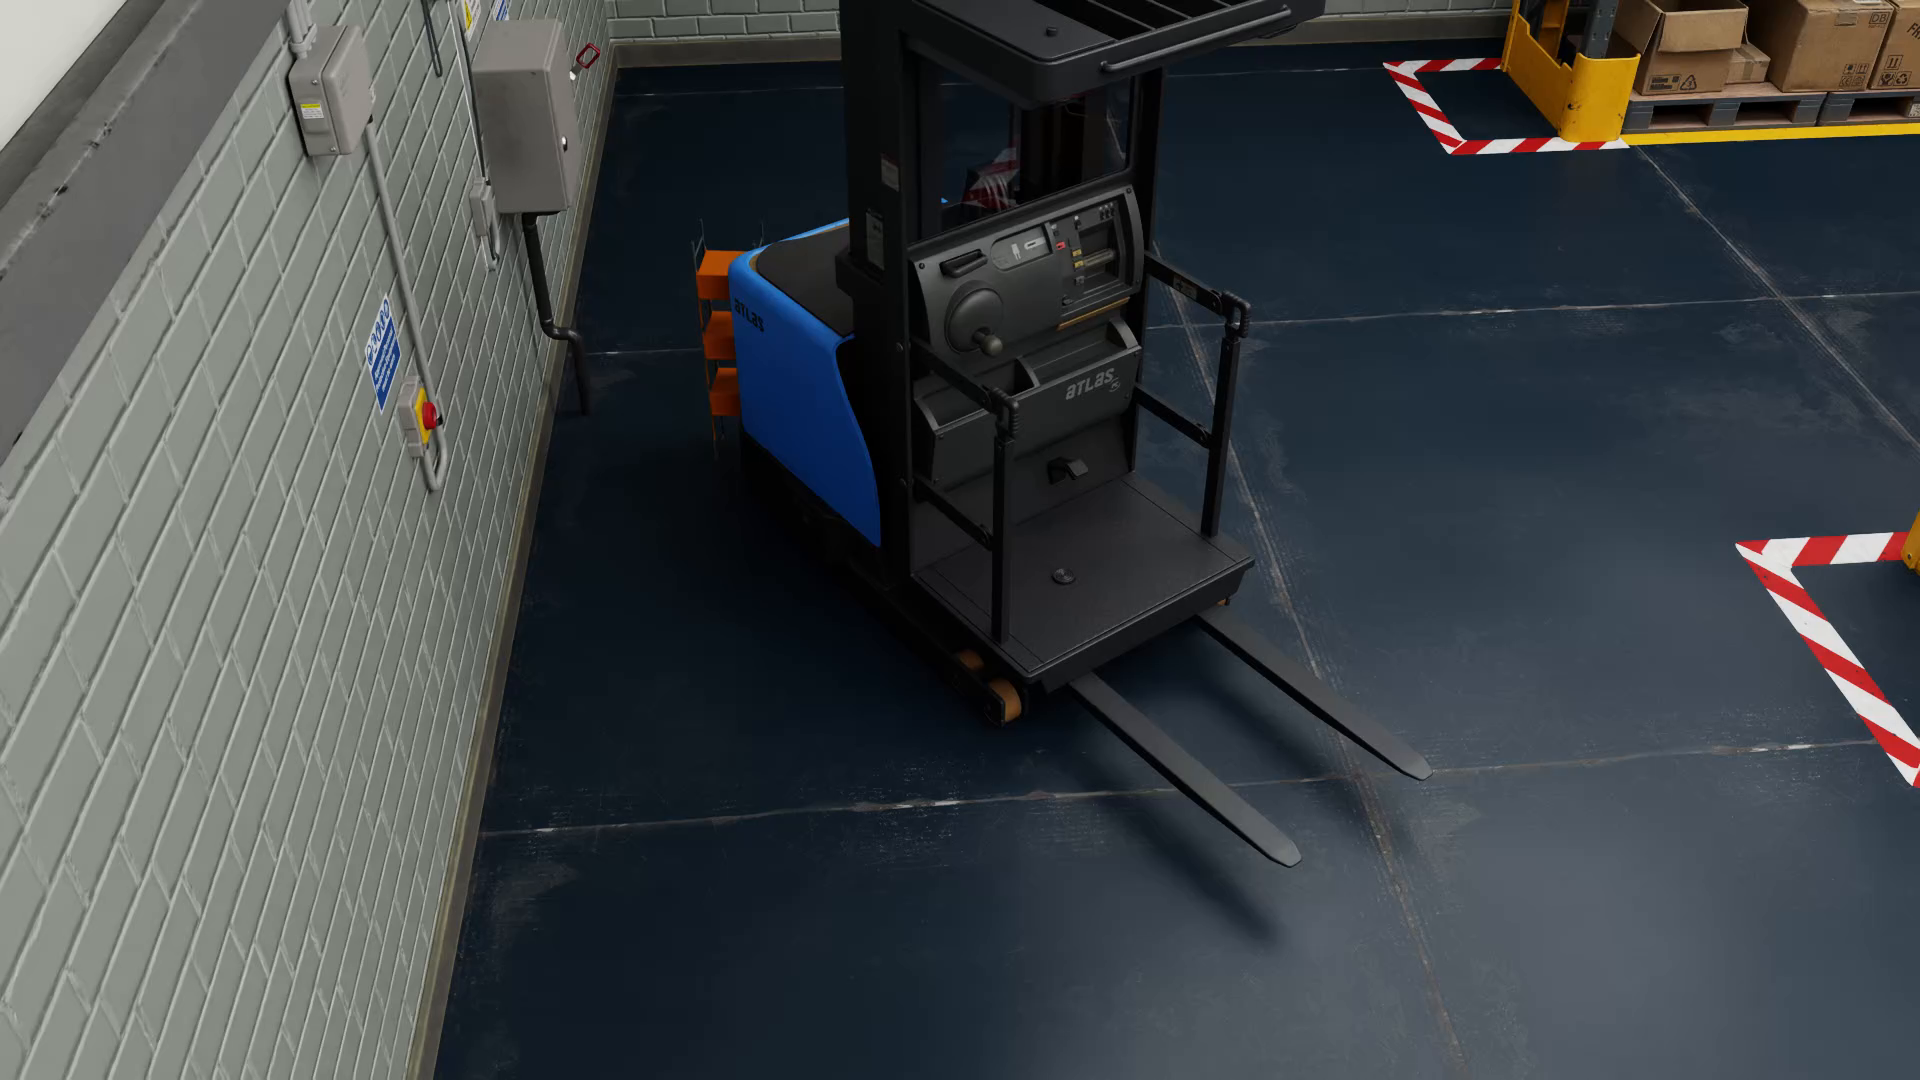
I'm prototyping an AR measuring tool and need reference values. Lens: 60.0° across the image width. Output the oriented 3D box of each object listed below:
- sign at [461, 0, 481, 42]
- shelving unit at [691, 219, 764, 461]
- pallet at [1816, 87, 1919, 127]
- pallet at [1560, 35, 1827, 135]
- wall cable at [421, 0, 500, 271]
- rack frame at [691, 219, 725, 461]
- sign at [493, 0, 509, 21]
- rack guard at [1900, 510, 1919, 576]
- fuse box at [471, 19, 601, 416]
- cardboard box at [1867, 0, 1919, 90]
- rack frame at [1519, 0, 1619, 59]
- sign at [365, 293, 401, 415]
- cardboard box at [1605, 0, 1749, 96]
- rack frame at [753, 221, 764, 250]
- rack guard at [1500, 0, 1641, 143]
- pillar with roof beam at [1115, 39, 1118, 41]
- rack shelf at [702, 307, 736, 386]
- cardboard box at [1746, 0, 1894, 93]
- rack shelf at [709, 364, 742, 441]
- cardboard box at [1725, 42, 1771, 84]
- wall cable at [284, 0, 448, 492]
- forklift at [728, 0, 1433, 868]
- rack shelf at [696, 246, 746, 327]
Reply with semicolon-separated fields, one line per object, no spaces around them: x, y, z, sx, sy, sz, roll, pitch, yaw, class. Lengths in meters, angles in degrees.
-1.847;-2.049;6.259;0.001;0.242;0.339;-3;38;-4;sign
-0.926;-0.812;6.932;0.252;1.050;0.215;2;38;3;shelving unit
5.649;-2.871;10.218;1.213;0.211;1.003;-3;38;-4;pallet
4.436;-2.806;10.136;1.213;0.211;1.003;-3;38;-4;pallet
-1.742;-1.739;5.713;0.122;1.984;0.588;-3;38;-4;wall cable
-1.048;-0.817;6.937;0.008;1.050;0.200;2;38;3;rack frame
-1.895;-2.026;6.973;0.001;0.494;0.329;-3;38;-4;sign
3.986;0.193;6.102;0.348;0.500;1.175;-3;38;-4;rack guard
-1.645;-1.264;6.971;0.414;1.711;0.539;-3;38;-4;fuse box
5.575;-3.001;9.811;0.500;0.500;0.500;-2;38;-3;cardboard box
3.567;-3.852;9.211;0.127;3.000;1.000;-3;38;-4;rack frame
-1.661;-0.539;4.793;0.001;0.218;0.327;-3;38;-4;sign
4.184;-3.012;9.822;0.637;0.503;0.797;-5;39;-6;cardboard box
-0.804;-0.808;6.926;0.008;1.050;0.200;2;38;3;rack frame
3.642;-2.875;9.990;0.348;0.500;1.175;-3;38;-4;rack guard
1.182;-3.959;4.503;0.400;9.000;9.100;-3;38;-4;pillar with roof beam
-0.926;-0.804;6.938;0.240;0.259;0.215;2;38;3;rack shelf
5.039;-3.034;9.852;0.500;0.500;0.700;-2;38;-2;cardboard box
-0.926;-0.586;7.110;0.240;0.259;0.215;2;38;3;rack shelf
4.611;-2.872;9.931;0.250;0.149;0.380;-5;39;-6;cardboard box
-1.604;-0.877;4.595;0.123;1.953;0.585;-3;38;-4;wall cable
0.373;-0.842;5.451;1.130;2.935;3.031;-25;45;-28;forklift
-0.926;-1.027;6.763;0.240;0.259;0.215;2;38;3;rack shelf
